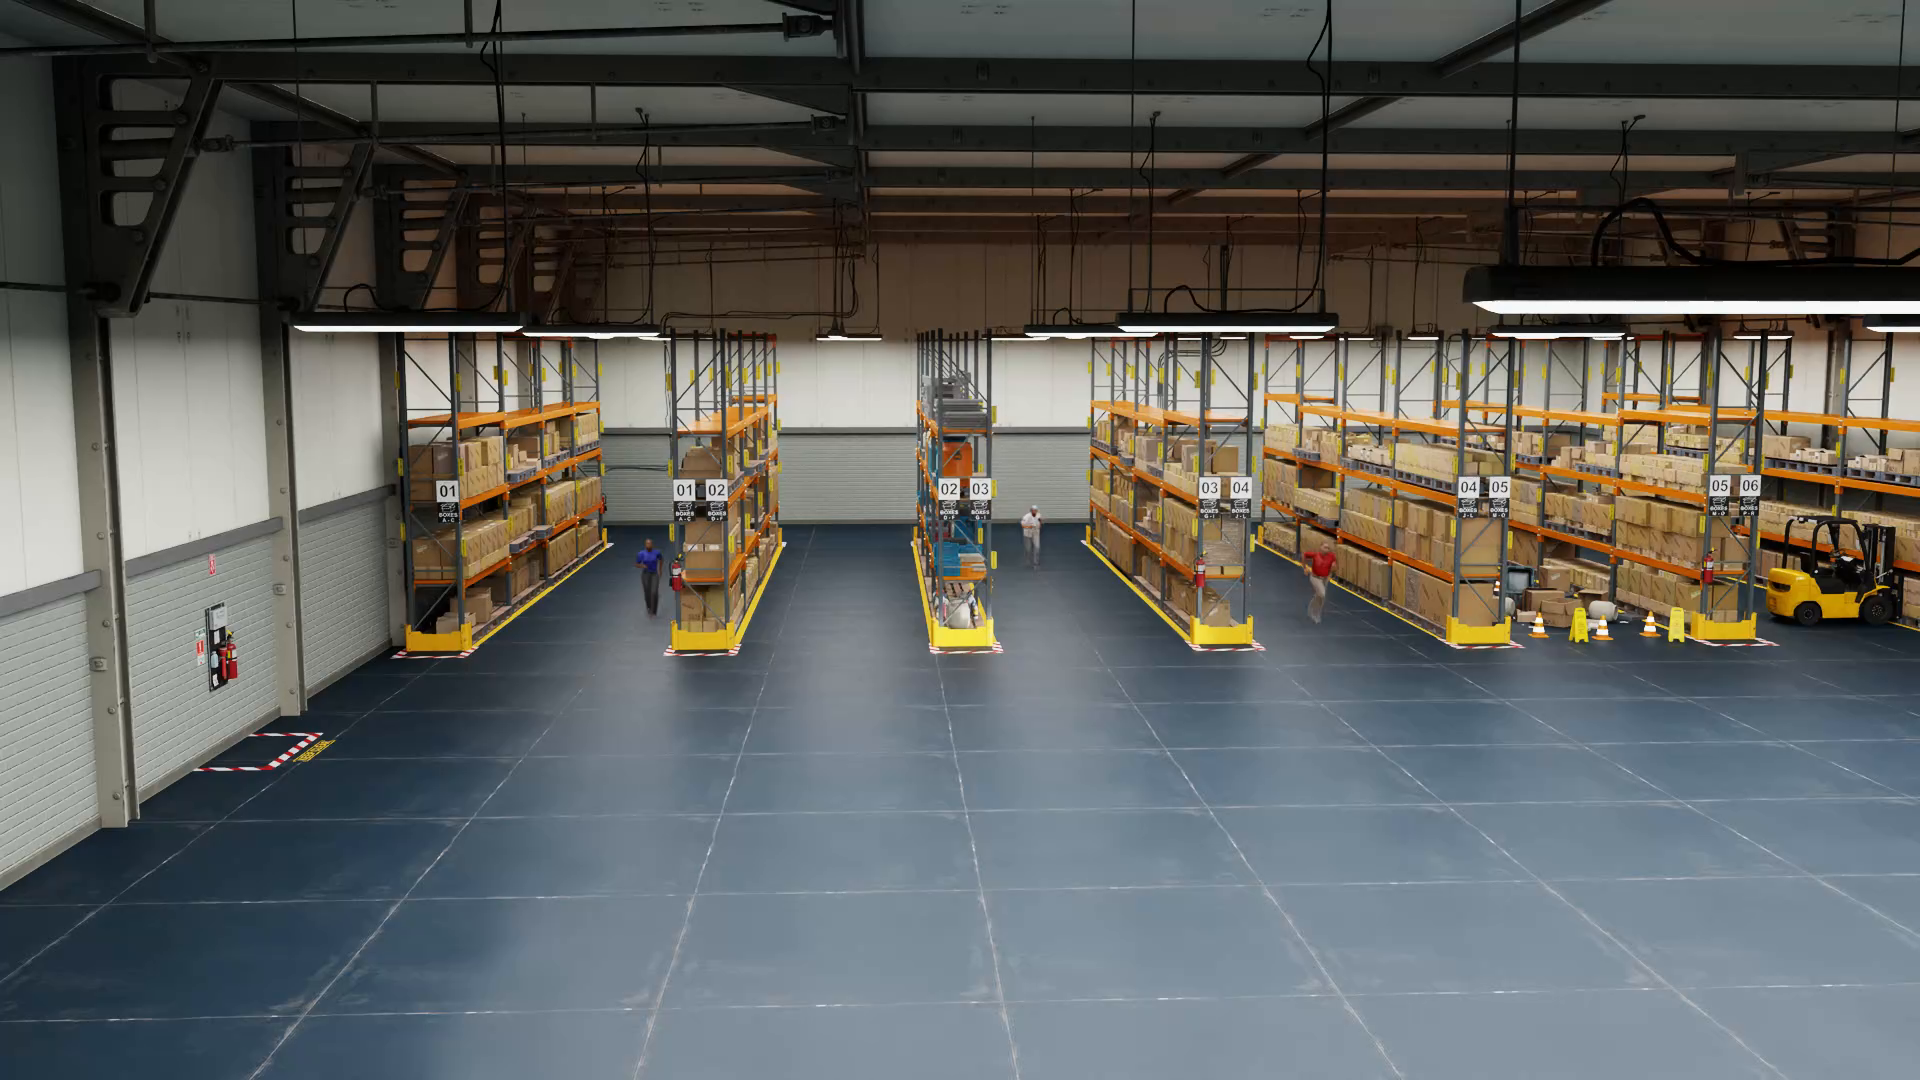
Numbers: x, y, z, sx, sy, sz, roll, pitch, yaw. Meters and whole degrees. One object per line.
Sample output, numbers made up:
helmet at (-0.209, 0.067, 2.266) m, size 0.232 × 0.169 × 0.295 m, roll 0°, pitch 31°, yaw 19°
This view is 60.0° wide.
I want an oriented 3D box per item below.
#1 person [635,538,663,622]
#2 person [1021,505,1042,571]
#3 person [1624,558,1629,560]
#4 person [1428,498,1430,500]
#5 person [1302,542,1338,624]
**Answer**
person at (-6.482, 0.815, 34.704) m, size 0.569 × 1.679 × 0.851 m, roll -1°, pitch 7°, yaw -8°
person at (1.817, -0.076, 42.474) m, size 0.604 × 1.679 × 0.972 m, roll -1°, pitch 7°, yaw -8°
person at (16.271, 0.165, 39.906) m, size 0.696 × 1.787 × 1.029 m, roll 0°, pitch 7°, yaw -4°
person at (14.064, -0.935, 49.399) m, size 0.923 × 1.672 × 0.660 m, roll 2°, pitch 7°, yaw 15°
person at (7.400, 0.863, 34.252) m, size 0.647 × 1.714 × 0.931 m, roll -2°, pitch 7°, yaw -20°
